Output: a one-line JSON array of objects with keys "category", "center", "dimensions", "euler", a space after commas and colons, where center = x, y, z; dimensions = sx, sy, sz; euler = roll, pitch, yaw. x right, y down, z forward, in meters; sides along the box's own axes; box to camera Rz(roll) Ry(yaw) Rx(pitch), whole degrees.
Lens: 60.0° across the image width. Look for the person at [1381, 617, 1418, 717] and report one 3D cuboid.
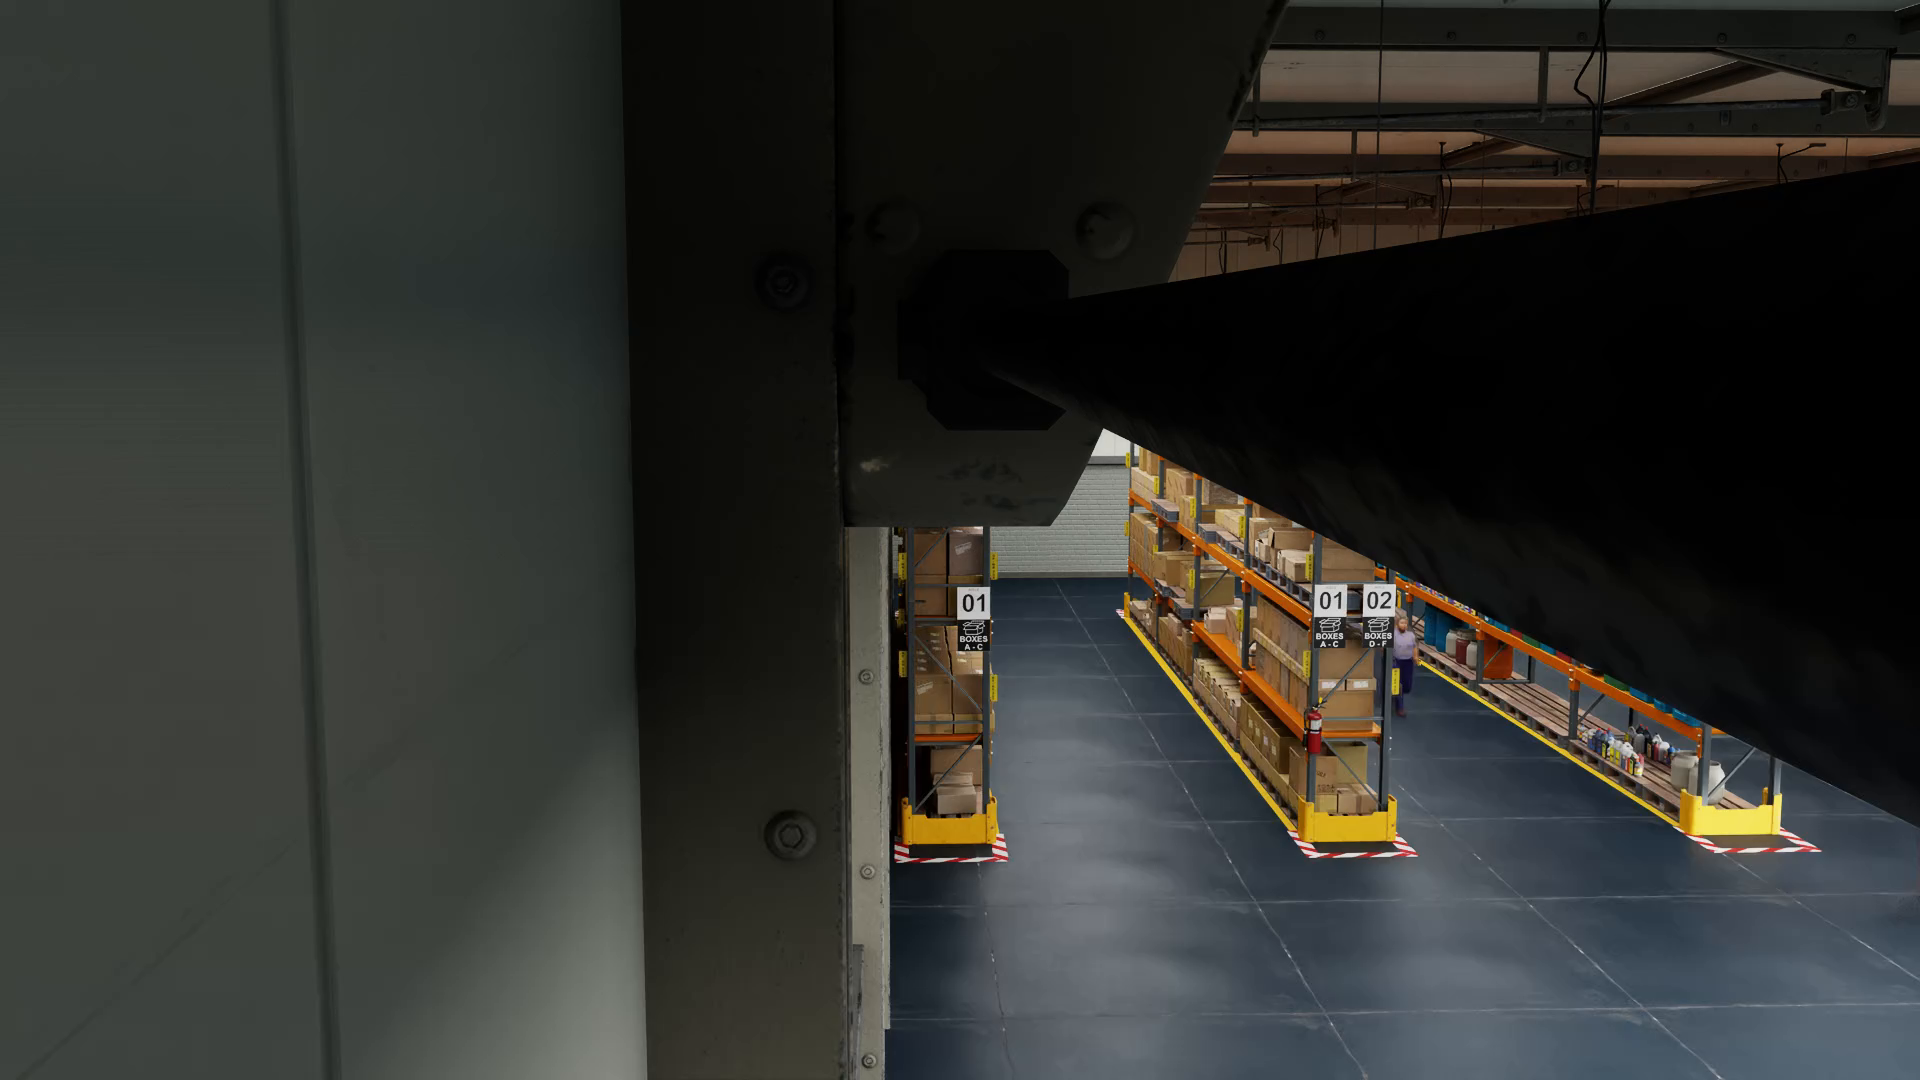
[{"category": "person", "center": [7.221, 2.056, 27.328], "dimensions": [0.608, 1.621, 0.670], "euler": [-1, 7, -4]}]
